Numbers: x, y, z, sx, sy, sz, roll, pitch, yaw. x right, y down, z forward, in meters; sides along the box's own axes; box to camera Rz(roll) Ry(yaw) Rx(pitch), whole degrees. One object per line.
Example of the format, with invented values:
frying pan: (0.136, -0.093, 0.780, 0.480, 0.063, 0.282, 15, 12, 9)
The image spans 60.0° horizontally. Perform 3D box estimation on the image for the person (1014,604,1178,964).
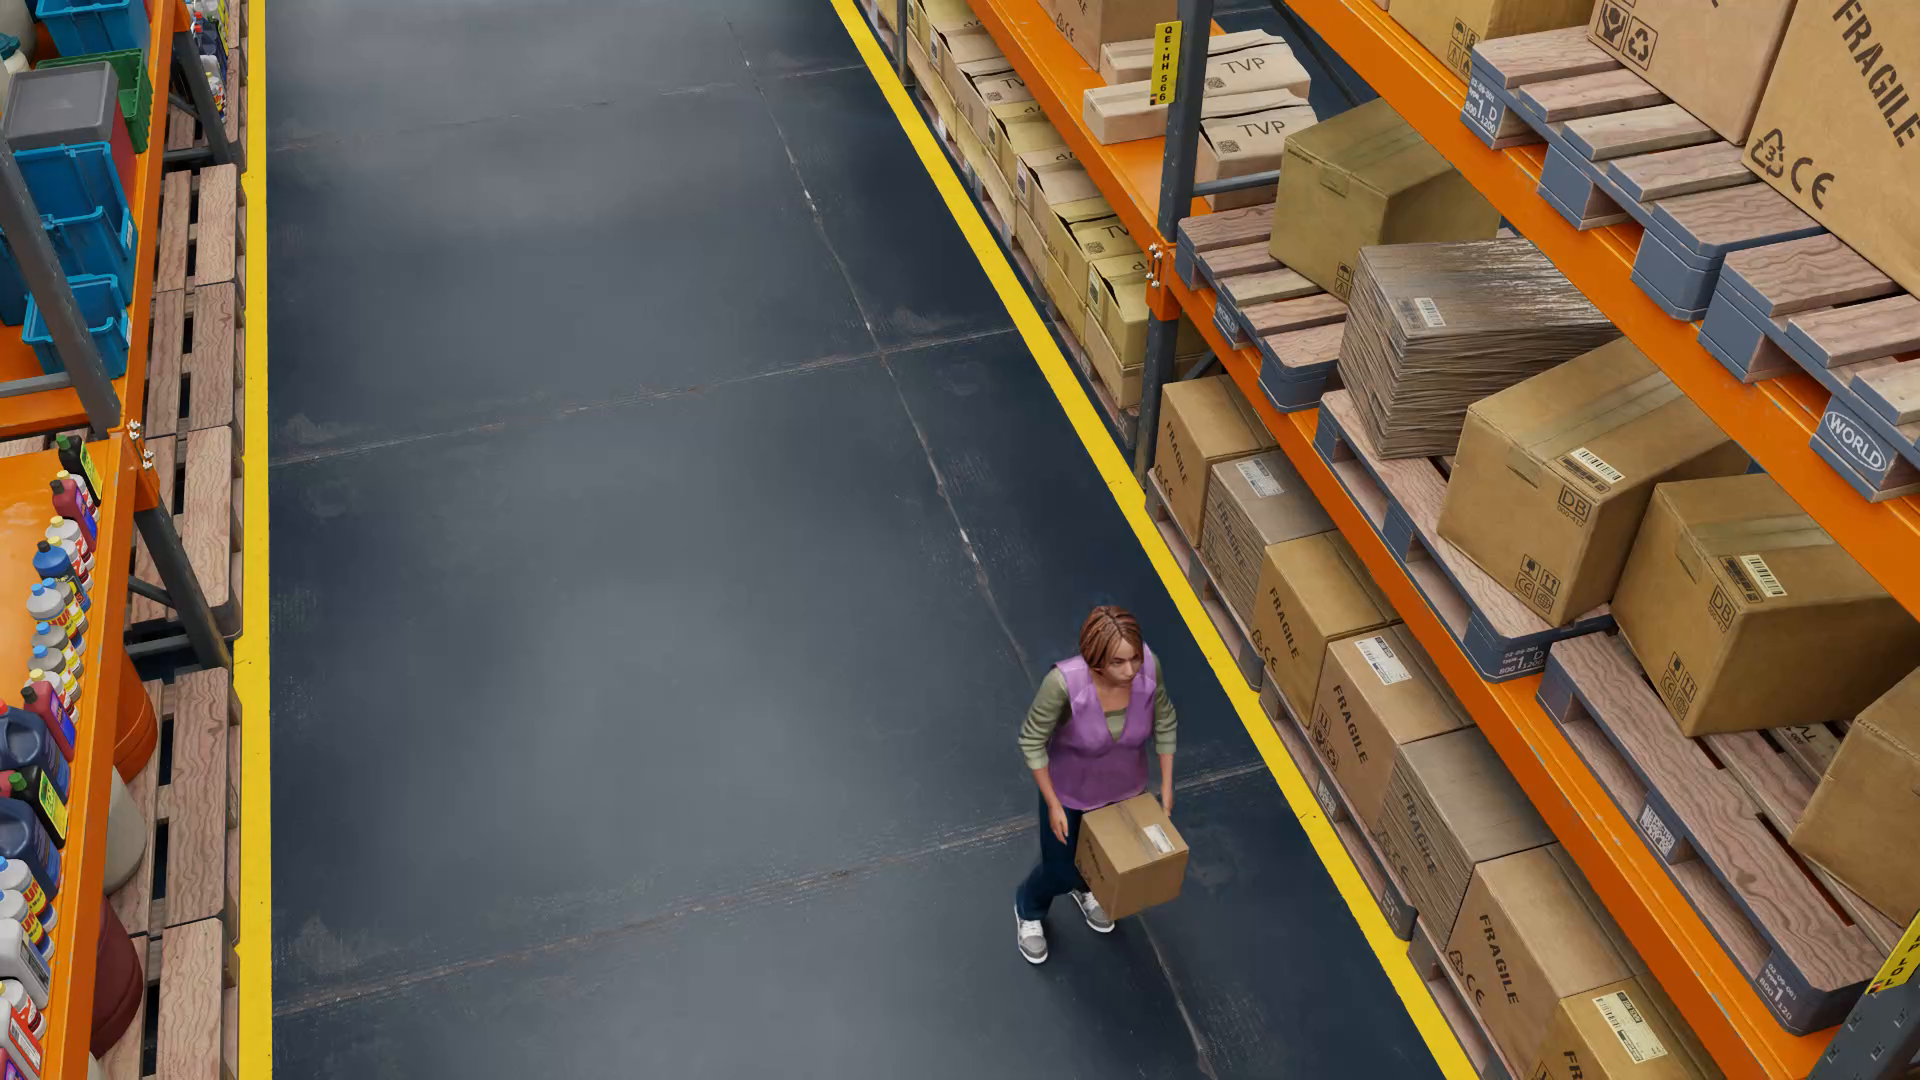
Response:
person: (0.437, 0.781, 5.341, 0.513, 1.574, 0.429, -14, 45, -14)
